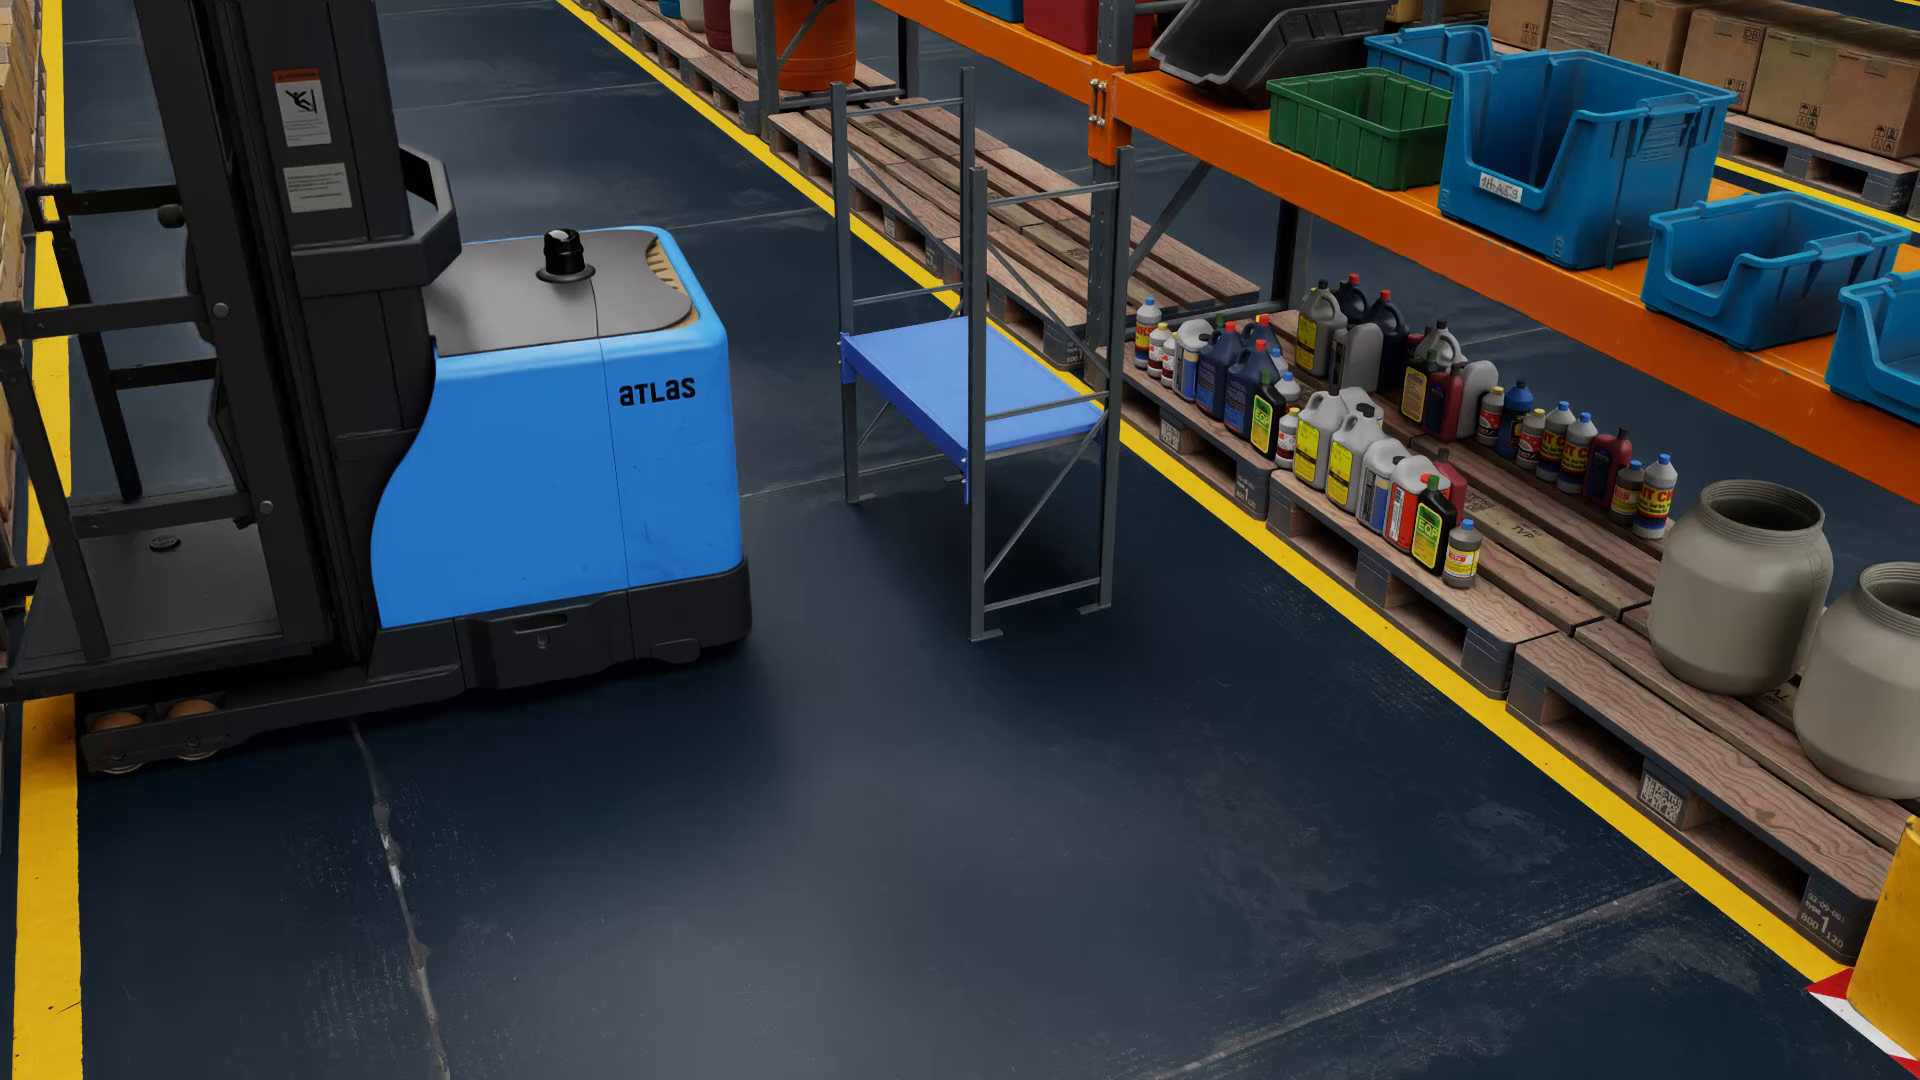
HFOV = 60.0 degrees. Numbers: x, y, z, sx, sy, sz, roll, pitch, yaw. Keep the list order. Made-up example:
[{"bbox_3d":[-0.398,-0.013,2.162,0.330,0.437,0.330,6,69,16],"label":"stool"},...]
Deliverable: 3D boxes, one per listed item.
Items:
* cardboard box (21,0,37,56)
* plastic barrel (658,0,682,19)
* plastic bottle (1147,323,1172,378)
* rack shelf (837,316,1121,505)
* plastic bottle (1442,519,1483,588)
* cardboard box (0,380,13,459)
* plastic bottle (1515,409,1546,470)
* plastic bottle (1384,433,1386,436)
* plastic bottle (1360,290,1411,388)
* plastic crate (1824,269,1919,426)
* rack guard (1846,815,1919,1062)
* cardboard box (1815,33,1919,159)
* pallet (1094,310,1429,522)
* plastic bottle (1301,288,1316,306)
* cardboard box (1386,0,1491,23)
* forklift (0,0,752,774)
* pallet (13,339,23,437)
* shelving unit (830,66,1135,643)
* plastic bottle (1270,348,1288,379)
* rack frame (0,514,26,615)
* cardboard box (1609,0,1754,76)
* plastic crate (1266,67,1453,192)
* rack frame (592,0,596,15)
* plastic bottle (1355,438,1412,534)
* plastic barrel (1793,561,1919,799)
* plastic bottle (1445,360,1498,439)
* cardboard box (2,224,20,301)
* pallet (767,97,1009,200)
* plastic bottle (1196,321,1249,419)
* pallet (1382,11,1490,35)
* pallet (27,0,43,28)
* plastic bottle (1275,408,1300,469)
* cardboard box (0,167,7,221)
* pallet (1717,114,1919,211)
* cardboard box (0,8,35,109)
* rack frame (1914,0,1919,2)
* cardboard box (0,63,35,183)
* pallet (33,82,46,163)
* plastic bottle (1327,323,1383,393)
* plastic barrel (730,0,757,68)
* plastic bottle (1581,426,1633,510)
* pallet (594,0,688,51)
[{"bbox_3d":[-6.448,-3.483,11.000,0.500,0.500,0.500,-13,32,-22],"label":"cardboard box"},{"bbox_3d":[-1.921,-4.289,12.047,0.600,0.901,0.708,-13,32,-22],"label":"plastic barrel"},{"bbox_3d":[0.776,-0.737,6.409,0.097,0.201,0.097,0,29,0],"label":"plastic bottle"},{"bbox_3d":[0.037,-0.460,5.404,0.538,0.185,1.000,-13,32,-22],"label":"rack shelf"},{"bbox_3d":[1.524,0.033,5.036,0.097,0.201,0.097,0,29,0],"label":"plastic bottle"},{"bbox_3d":[-3.652,-0.445,5.859,0.500,0.250,0.500,-12,32,-21],"label":"cardboard box"},{"bbox_3d":[1.979,-0.353,5.725,0.097,0.201,0.097,0,29,0],"label":"plastic bottle"},{"bbox_3d":[1.396,-0.262,5.562,0.097,0.201,0.097,0,29,0],"label":"plastic bottle"},{"bbox_3d":[1.610,-0.771,6.317,0.144,0.351,0.185,-15,32,-24],"label":"plastic bottle"},{"bbox_3d":[2.223,-0.370,3.495,0.499,0.251,0.616,-13,32,-22],"label":"plastic crate"},{"bbox_3d":[2.633,0.790,3.830,1.175,0.500,0.348,-13,32,-22],"label":"rack guard"},{"bbox_3d":[5.220,-2.461,9.177,0.700,0.500,0.500,-16,33,-26],"label":"cardboard box"},{"bbox_3d":[1.242,-0.522,6.465,1.003,0.211,1.213,-13,32,-22],"label":"pallet"},{"bbox_3d":[1.428,-0.920,6.735,0.097,0.201,0.097,0,29,0],"label":"plastic bottle"},{"bbox_3d":[3.470,-4.416,12.301,1.225,0.875,0.875,-15,32,-24],"label":"cardboard box"},{"bbox_3d":[-2.216,-0.923,4.400,3.031,2.935,1.130,-9,31,-16],"label":"forklift"},{"bbox_3d":[-4.363,-0.646,6.686,1.003,0.211,1.213,-13,32,-22],"label":"pallet"},{"bbox_3d":[0.037,-0.616,5.316,0.538,1.500,1.048,-13,32,-22],"label":"shelving unit"},{"bbox_3d":[1.134,-0.563,6.027,0.097,0.271,0.097,0,29,0],"label":"plastic bottle"},{"bbox_3d":[-3.484,-1.005,4.475,1.000,3.000,0.127,-13,32,-22],"label":"rack frame"},{"bbox_3d":[4.552,-3.169,10.440,0.700,0.500,0.500,-10,31,-18],"label":"cardboard box"},{"bbox_3d":[1.319,-1.292,5.204,0.450,0.188,0.662,-13,32,-22],"label":"plastic crate"},{"bbox_3d":[-2.443,-5.577,12.629,1.000,3.000,0.127,-13,32,-22],"label":"rack frame"},{"bbox_3d":[1.381,-0.178,5.335,0.152,0.276,0.135,-14,32,-23],"label":"plastic bottle"},{"bbox_3d":[2.357,0.351,4.172,0.421,0.512,0.421,0,29,0],"label":"plastic barrel"},{"bbox_3d":[1.815,-0.523,5.951,0.152,0.276,0.135,-12,32,-21],"label":"plastic bottle"},{"bbox_3d":[-4.318,-1.125,7.071,0.500,0.250,0.500,-12,32,-21],"label":"cardboard box"},{"bbox_3d":[-0.429,-2.244,9.536,1.003,0.211,1.213,-13,32,-22],"label":"pallet"},{"bbox_3d":[0.963,-0.636,6.076,0.144,0.351,0.185,-12,32,-21],"label":"plastic bottle"},{"bbox_3d":[3.477,-3.998,12.664,1.003,0.211,1.213,-13,32,-22],"label":"pallet"},{"bbox_3d":[-7.740,-4.166,12.963,1.003,0.211,1.213,-13,32,-22],"label":"pallet"},{"bbox_3d":[1.144,-0.358,5.732,0.097,0.201,0.097,0,29,0],"label":"plastic bottle"},{"bbox_3d":[-4.525,-1.593,7.332,0.500,0.311,0.500,-14,32,-23],"label":"cardboard box"},{"bbox_3d":[5.129,-2.211,9.477,1.003,0.211,1.213,-13,32,-22],"label":"pallet"},{"bbox_3d":[-5.808,-2.817,9.812,0.500,0.500,0.500,-14,32,-24],"label":"cardboard box"},{"bbox_3d":[8.270,-5.847,13.111,1.000,3.000,0.127,-13,32,-22],"label":"rack frame"},{"bbox_3d":[-5.139,-2.135,8.596,0.500,0.500,0.500,-12,31,-20],"label":"cardboard box"},{"bbox_3d":[-6.008,-2.432,9.871,1.003,0.211,1.213,-13,32,-22],"label":"pallet"},{"bbox_3d":[1.487,-0.696,6.260,0.152,0.276,0.135,-13,32,-22],"label":"plastic bottle"},{"bbox_3d":[-1.275,-3.352,10.774,0.421,0.512,0.421,0,29,0],"label":"plastic barrel"},{"bbox_3d":[2.131,-0.254,5.463,0.061,0.283,0.133,-13,32,-21],"label":"plastic bottle"},{"bbox_3d":[-2.150,-4.011,12.688,1.003,0.211,1.213,-13,32,-22],"label":"pallet"}]
